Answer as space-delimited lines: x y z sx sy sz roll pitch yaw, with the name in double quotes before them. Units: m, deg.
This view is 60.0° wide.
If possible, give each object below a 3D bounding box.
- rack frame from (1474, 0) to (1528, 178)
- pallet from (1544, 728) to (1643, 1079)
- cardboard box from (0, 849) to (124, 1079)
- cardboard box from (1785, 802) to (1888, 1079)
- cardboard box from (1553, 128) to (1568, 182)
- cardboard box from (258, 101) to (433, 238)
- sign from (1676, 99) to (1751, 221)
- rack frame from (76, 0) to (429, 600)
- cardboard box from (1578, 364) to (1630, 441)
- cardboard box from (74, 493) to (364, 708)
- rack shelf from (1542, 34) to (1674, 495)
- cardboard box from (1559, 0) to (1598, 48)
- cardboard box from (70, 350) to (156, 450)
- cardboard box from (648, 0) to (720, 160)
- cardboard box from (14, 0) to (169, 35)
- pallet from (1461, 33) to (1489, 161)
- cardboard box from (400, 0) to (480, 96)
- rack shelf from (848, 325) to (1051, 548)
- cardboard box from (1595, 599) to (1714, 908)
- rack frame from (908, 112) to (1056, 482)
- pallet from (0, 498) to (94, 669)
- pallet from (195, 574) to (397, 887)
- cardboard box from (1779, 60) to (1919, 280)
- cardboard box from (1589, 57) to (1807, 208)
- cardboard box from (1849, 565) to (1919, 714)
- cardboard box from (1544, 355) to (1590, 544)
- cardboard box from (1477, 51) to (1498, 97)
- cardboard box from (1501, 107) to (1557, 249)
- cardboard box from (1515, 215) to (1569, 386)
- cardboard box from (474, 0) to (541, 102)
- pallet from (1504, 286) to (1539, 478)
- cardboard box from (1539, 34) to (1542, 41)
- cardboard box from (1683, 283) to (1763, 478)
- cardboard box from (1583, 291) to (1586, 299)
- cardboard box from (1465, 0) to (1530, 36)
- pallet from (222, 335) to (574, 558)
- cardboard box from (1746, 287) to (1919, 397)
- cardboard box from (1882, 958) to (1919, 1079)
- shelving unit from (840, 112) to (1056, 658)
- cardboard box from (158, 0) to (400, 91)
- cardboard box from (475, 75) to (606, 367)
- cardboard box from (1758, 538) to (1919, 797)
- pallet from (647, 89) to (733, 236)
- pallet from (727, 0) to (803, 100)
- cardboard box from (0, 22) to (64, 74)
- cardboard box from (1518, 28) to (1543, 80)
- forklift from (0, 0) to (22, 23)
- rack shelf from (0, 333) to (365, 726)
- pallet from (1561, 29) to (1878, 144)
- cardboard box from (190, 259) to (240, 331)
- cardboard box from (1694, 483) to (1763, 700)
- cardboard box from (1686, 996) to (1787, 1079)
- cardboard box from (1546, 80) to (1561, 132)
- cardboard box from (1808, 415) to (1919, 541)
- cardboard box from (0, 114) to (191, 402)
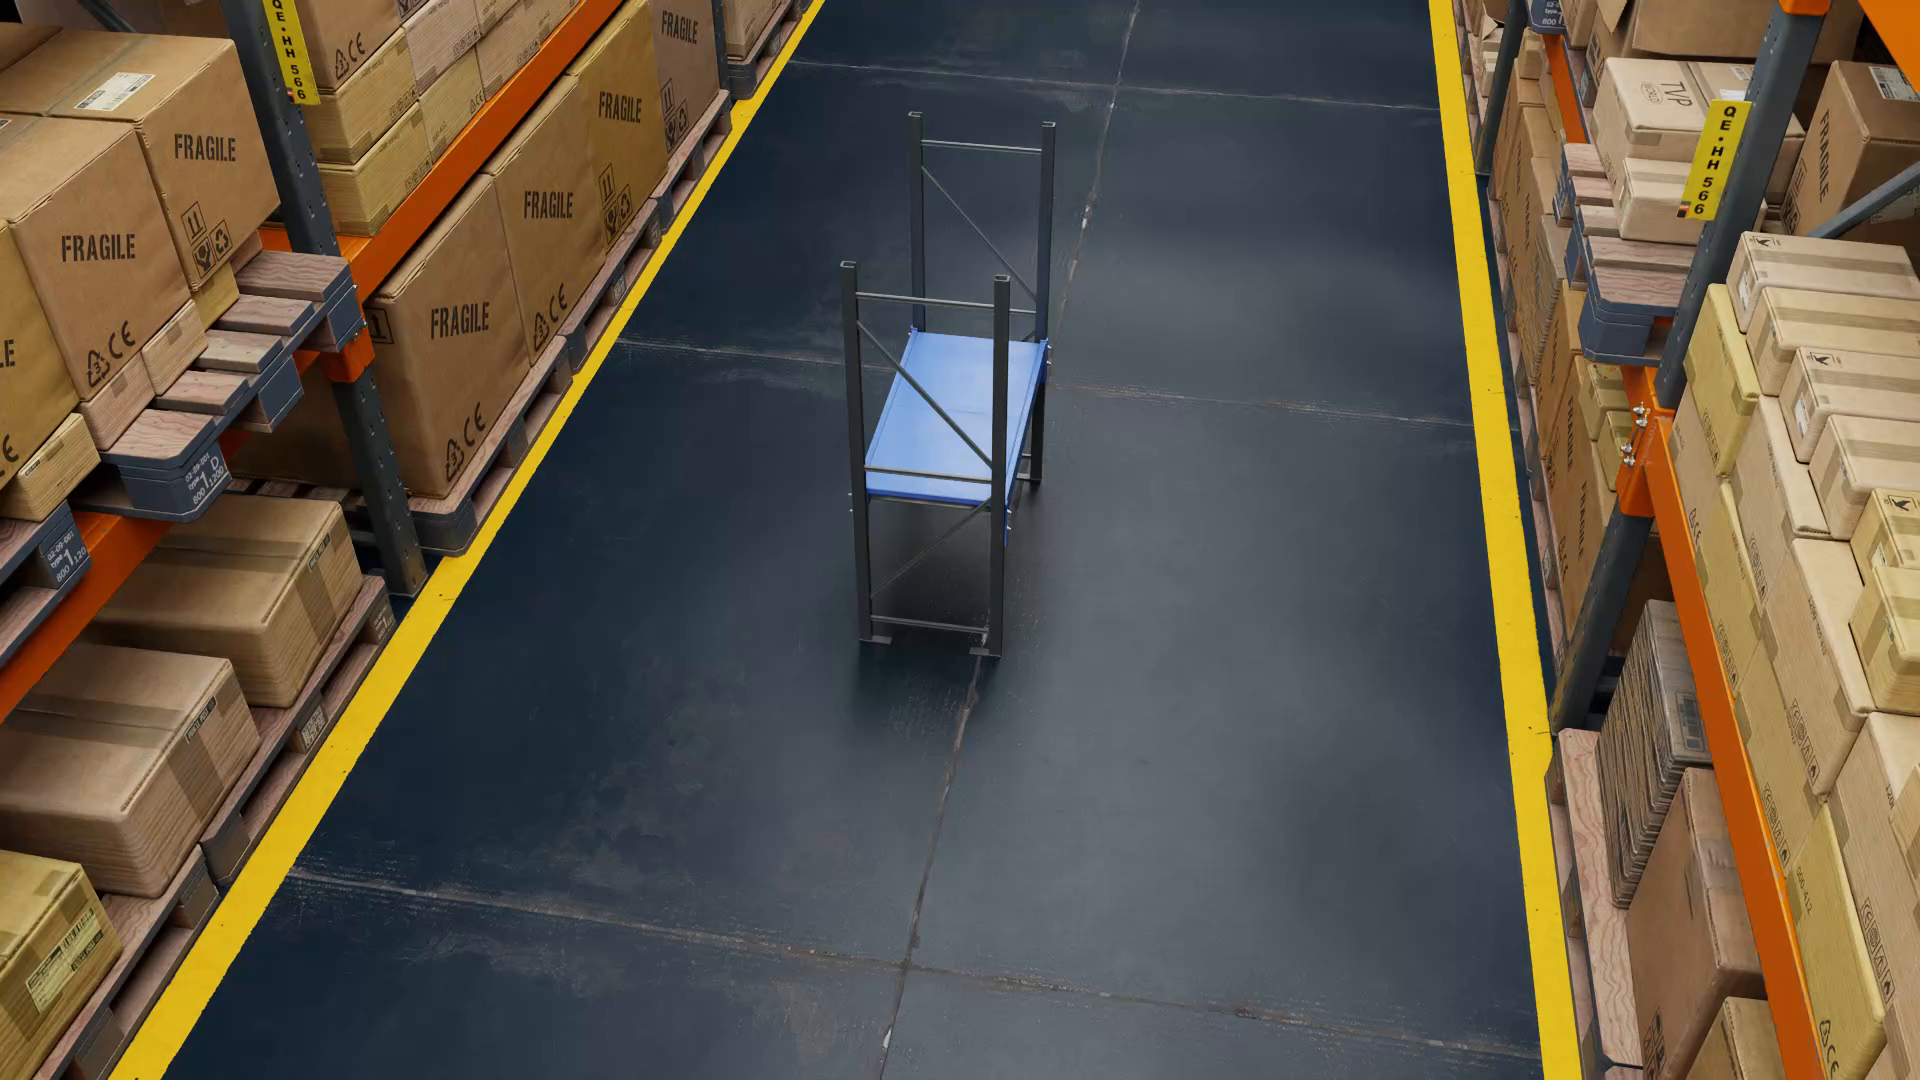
"rack frame" 3.137 -2.999 7.523 1.000 3.000 0.127 6 40 8
"pallet" 2.264 1.099 4.756 1.003 0.211 1.213 6 40 8
"cardboard box" -2.809 1.110 4.286 0.950 0.372 0.625 8 40 9
"cardboard box" 1.862 0.785 3.064 0.500 0.250 0.500 8 40 9
"cardboard box" 2.694 -1.581 6.931 0.380 0.149 0.250 6 40 8
"cardboard box" -2.112 -1.255 5.532 0.500 0.250 0.500 6 40 7
"sign" 1.909 -0.958 4.208 0.100 0.325 0.005 6 40 8
"rack frame" -2.444 -1.034 5.146 1.000 3.000 0.127 6 40 8
"cardboard box" 2.298 -0.450 5.563 0.380 0.149 0.250 4 40 5
"cardboard box" -2.552 0.171 5.422 0.950 0.372 0.625 4 40 5
"rack shelf" 2.791 -1.466 6.234 1.077 0.370 4.000 6 40 8
"cardboard box" 2.608 -2.103 6.031 0.700 0.500 0.500 6 40 7
"cardboard box" -2.295 -0.370 4.212 0.380 0.149 0.250 5 40 6
"cardboard box" -1.781 -2.489 8.244 0.875 0.875 0.875 8 40 9
"cardboard box" -2.613 -1.811 5.223 0.500 0.500 0.500 5 40 6
"pallet" 3.257 -2.355 8.933 1.003 0.211 1.213 6 40 8
"cardboard box" -2.023 -1.783 5.778 0.500 0.250 0.500 7 40 9
"rack shelf" -0.015 -0.386 5.822 0.538 0.185 1.000 6 40 8
"cardboard box" 2.324 0.655 4.638 0.875 0.625 0.625 8 40 9
"rack frame" 0.073 -0.844 6.093 0.500 1.500 0.032 6 40 8
"pallet" -2.747 0.287 3.699 1.003 0.211 1.213 6 40 8
"pallet" -2.581 0.531 5.442 1.003 0.211 1.213 6 40 8
"cardboard box" 2.688 -0.995 4.691 0.500 0.500 0.500 8 40 10
"cardboard box" 2.309 -1.290 5.245 0.500 0.250 0.500 5 40 6
"cardboard box" 1.887 0.202 3.065 0.380 0.149 0.250 7 40 9
"cardboard box" 2.403 -0.289 5.878 0.500 0.500 0.500 6 40 7
"cardboard box" 2.944 -2.444 8.760 0.380 0.149 0.250 5 40 6
"cardboard box" 2.749 -1.583 7.443 0.500 0.500 0.500 6 40 7
"cardboard box" 2.563 -0.946 6.672 0.500 0.500 0.500 5 40 6
"cardboard box" -1.944 -1.908 6.321 0.500 0.250 0.500 8 40 9
"pallet" 2.825 -0.642 6.860 1.003 0.211 1.213 6 40 8
"cardboard box" 2.873 -2.360 7.639 0.380 0.149 0.250 6 40 7
"cardboard box" 2.103 -0.375 4.074 0.500 0.250 0.500 6 40 8
"cardboard box" 2.520 -0.927 6.141 0.380 0.149 0.250 6 40 7
"cardboard box" 3.264 -3.151 9.339 0.700 0.500 0.500 5 40 6
"pallet" -2.234 -0.445 6.623 1.003 0.211 1.213 6 40 8
"cardboard box" 2.055 -0.442 3.843 0.380 0.149 0.250 7 40 9
"cardboard box" 1.762 0.907 2.525 0.500 0.250 0.500 7 40 9
"shelving unit" -0.015 -0.524 5.707 0.538 1.500 1.048 6 40 8
"cardboard box" -2.118 -1.740 5.137 0.500 0.500 0.500 5 40 6
"cardboard box" -2.085 -1.360 6.879 0.875 0.875 0.875 7 40 8
"cardboard box" 1.932 0.269 3.296 0.500 0.250 0.500 5 40 7
"pallet" -1.811 -1.977 8.475 1.003 0.211 1.213 6 40 8
"pallet" -1.544 -2.938 9.638 1.003 0.211 1.213 6 40 8
"cardboard box" -2.750 -1.092 4.575 0.500 0.500 0.500 5 40 6
"cardboard box" 2.813 -2.252 7.742 0.380 0.149 0.250 8 40 10
"forklift" -4.694 -2.336 6.776 1.130 2.935 3.031 8 40 10
"rack shelf" -2.790 0.499 3.857 1.077 0.370 4.000 6 40 8
"pallet" 2.777 -1.636 6.025 1.003 0.211 1.213 6 40 8
"cardboard box" -2.244 -0.691 4.599 0.380 0.149 0.250 7 40 8
"cardboard box" 2.036 0.136 3.849 0.500 0.250 0.500 6 40 7
"cardboard box" 2.102 1.488 3.630 0.875 0.625 0.625 5 40 6
"cardboard box" 2.808 -1.907 7.325 0.380 0.149 0.250 4 40 5
"cardboard box" 2.003 -0.112 3.444 0.380 0.149 0.250 7 40 8
"cardboard box" -2.328 -0.707 4.110 0.500 0.500 0.500 6 40 7
